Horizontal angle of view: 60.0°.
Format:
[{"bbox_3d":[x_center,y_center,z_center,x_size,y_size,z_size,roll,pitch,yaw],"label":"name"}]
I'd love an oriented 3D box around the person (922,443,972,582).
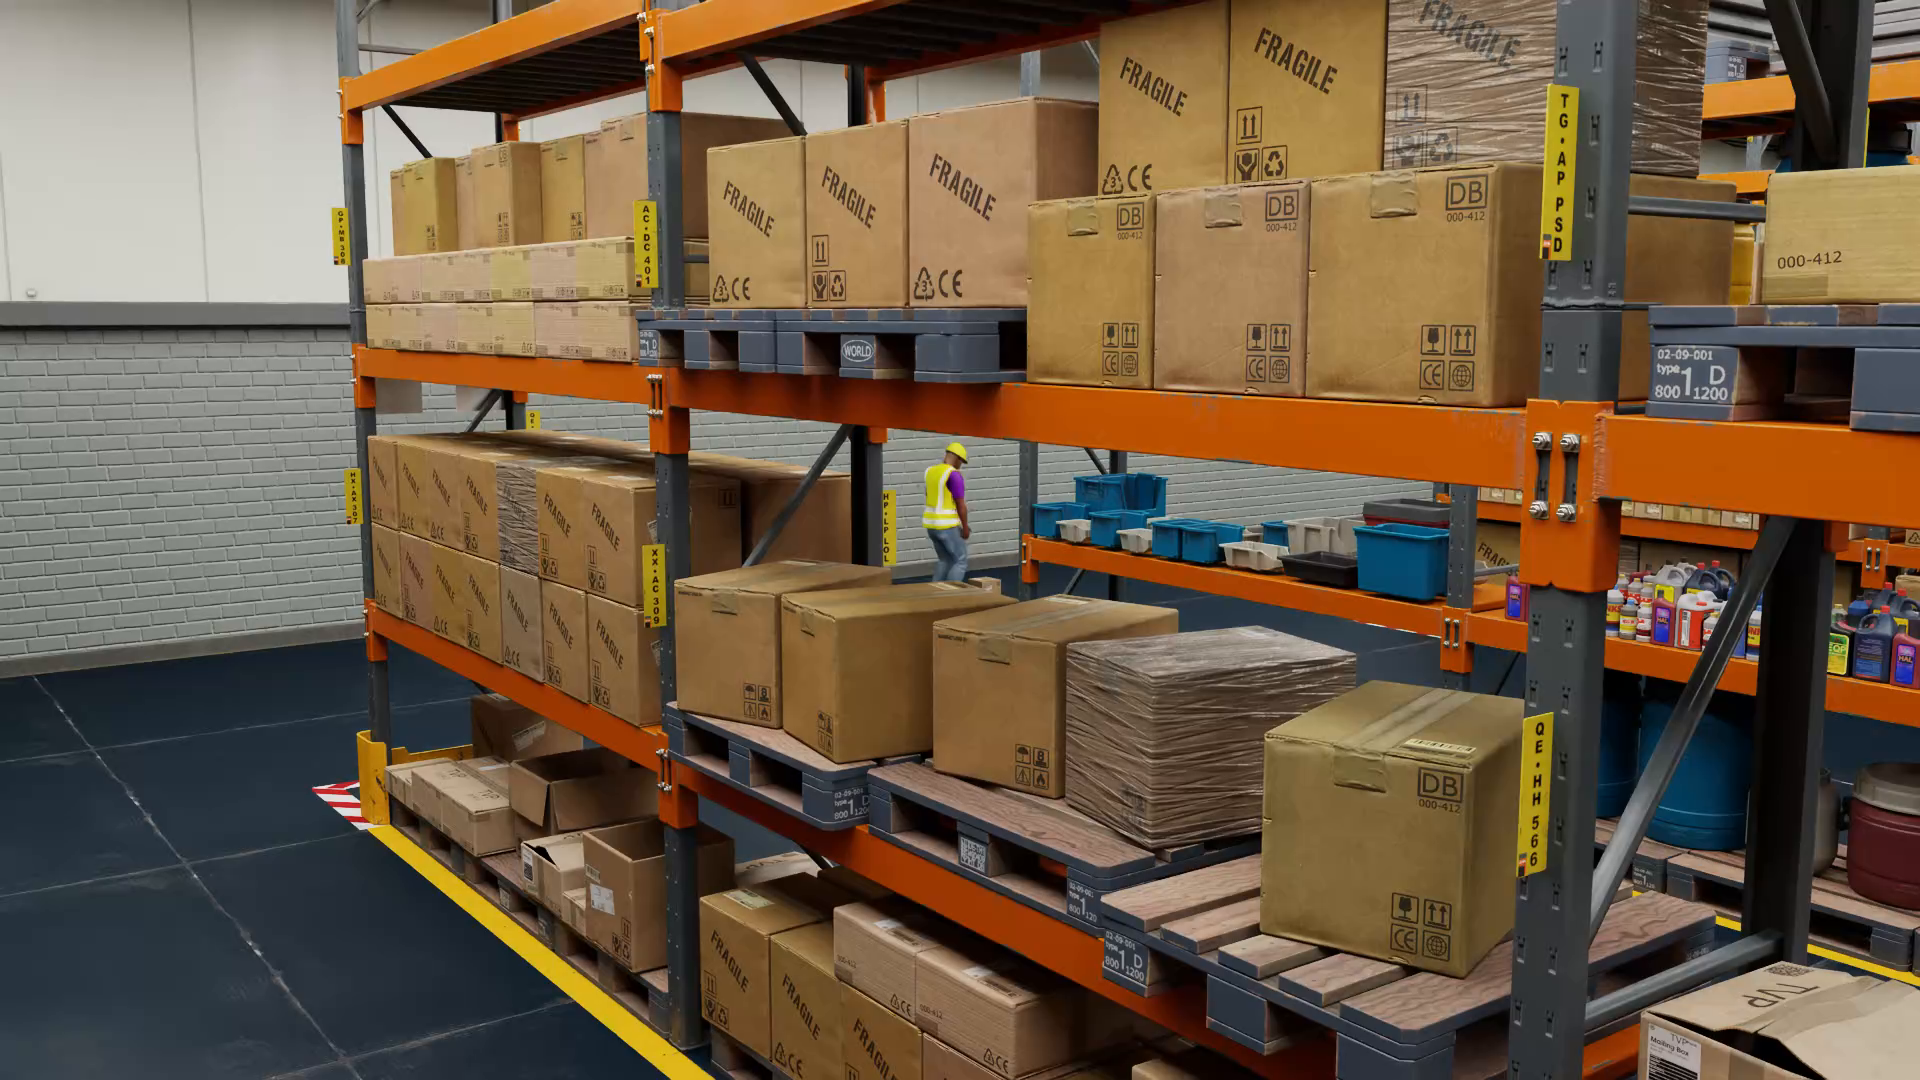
[{"bbox_3d":[-0.131,-0.146,17.059,0.491,1.695,0.599,-5,9,-34],"label":"person"}]
